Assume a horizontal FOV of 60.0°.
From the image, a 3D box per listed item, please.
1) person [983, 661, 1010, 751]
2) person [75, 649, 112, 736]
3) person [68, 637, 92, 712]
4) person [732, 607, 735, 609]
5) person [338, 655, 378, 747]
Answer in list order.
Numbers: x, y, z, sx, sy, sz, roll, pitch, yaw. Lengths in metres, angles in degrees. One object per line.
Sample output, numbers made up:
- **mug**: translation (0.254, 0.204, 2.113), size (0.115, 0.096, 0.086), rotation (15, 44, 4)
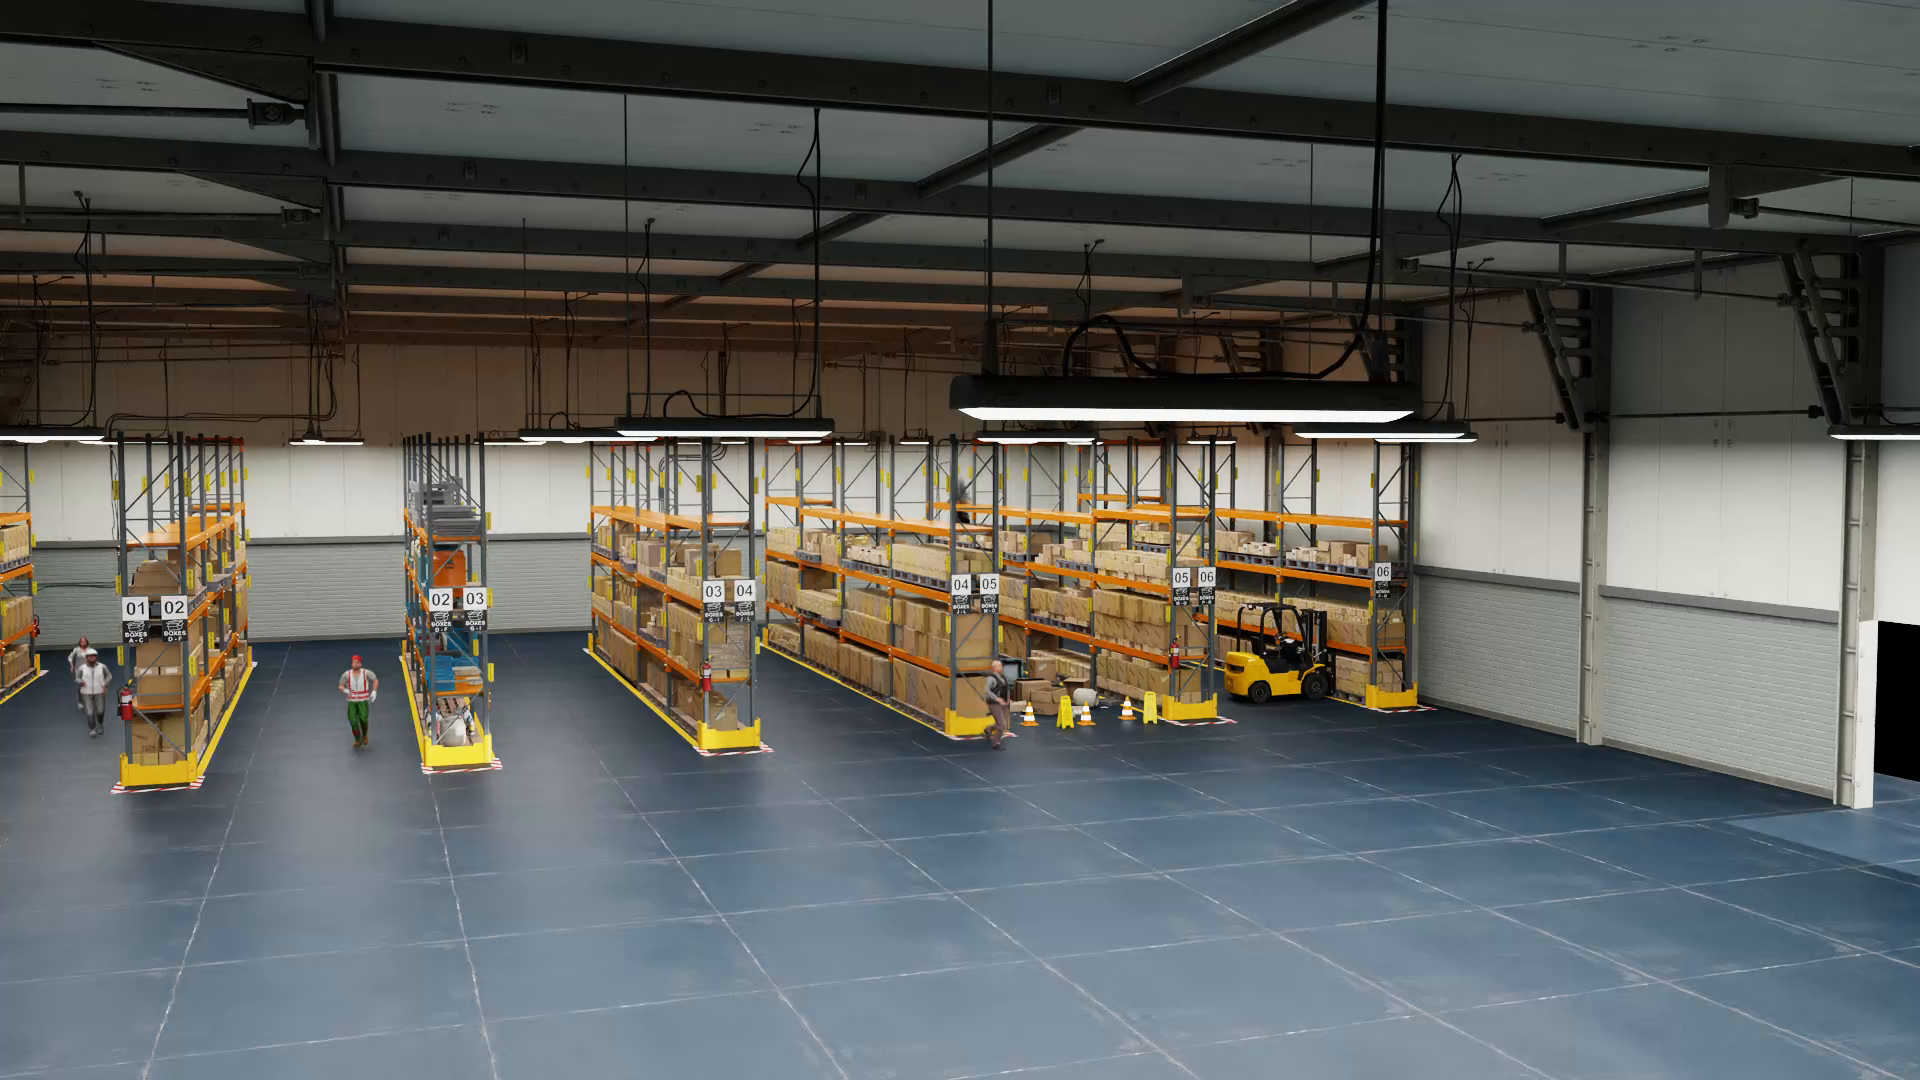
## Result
- **person**: translation (0.699, 3.240, 31.631), size (0.582, 1.484, 0.704), rotation (2, 4, 31)
- **person**: translation (-17.127, 3.022, 32.870), size (0.648, 1.726, 0.590), rotation (-2, 4, -27)
- **person**: translation (-19.099, 2.962, 36.231), size (0.503, 1.521, 0.676), rotation (-2, 4, -36)
- **person**: translation (-6.948, 2.177, 48.424), size (0.683, 1.705, 0.578), rotation (2, 4, 35)
- **person**: translation (-11.463, 3.074, 31.626), size (0.685, 1.757, 0.623), rotation (-1, 3, -12)
